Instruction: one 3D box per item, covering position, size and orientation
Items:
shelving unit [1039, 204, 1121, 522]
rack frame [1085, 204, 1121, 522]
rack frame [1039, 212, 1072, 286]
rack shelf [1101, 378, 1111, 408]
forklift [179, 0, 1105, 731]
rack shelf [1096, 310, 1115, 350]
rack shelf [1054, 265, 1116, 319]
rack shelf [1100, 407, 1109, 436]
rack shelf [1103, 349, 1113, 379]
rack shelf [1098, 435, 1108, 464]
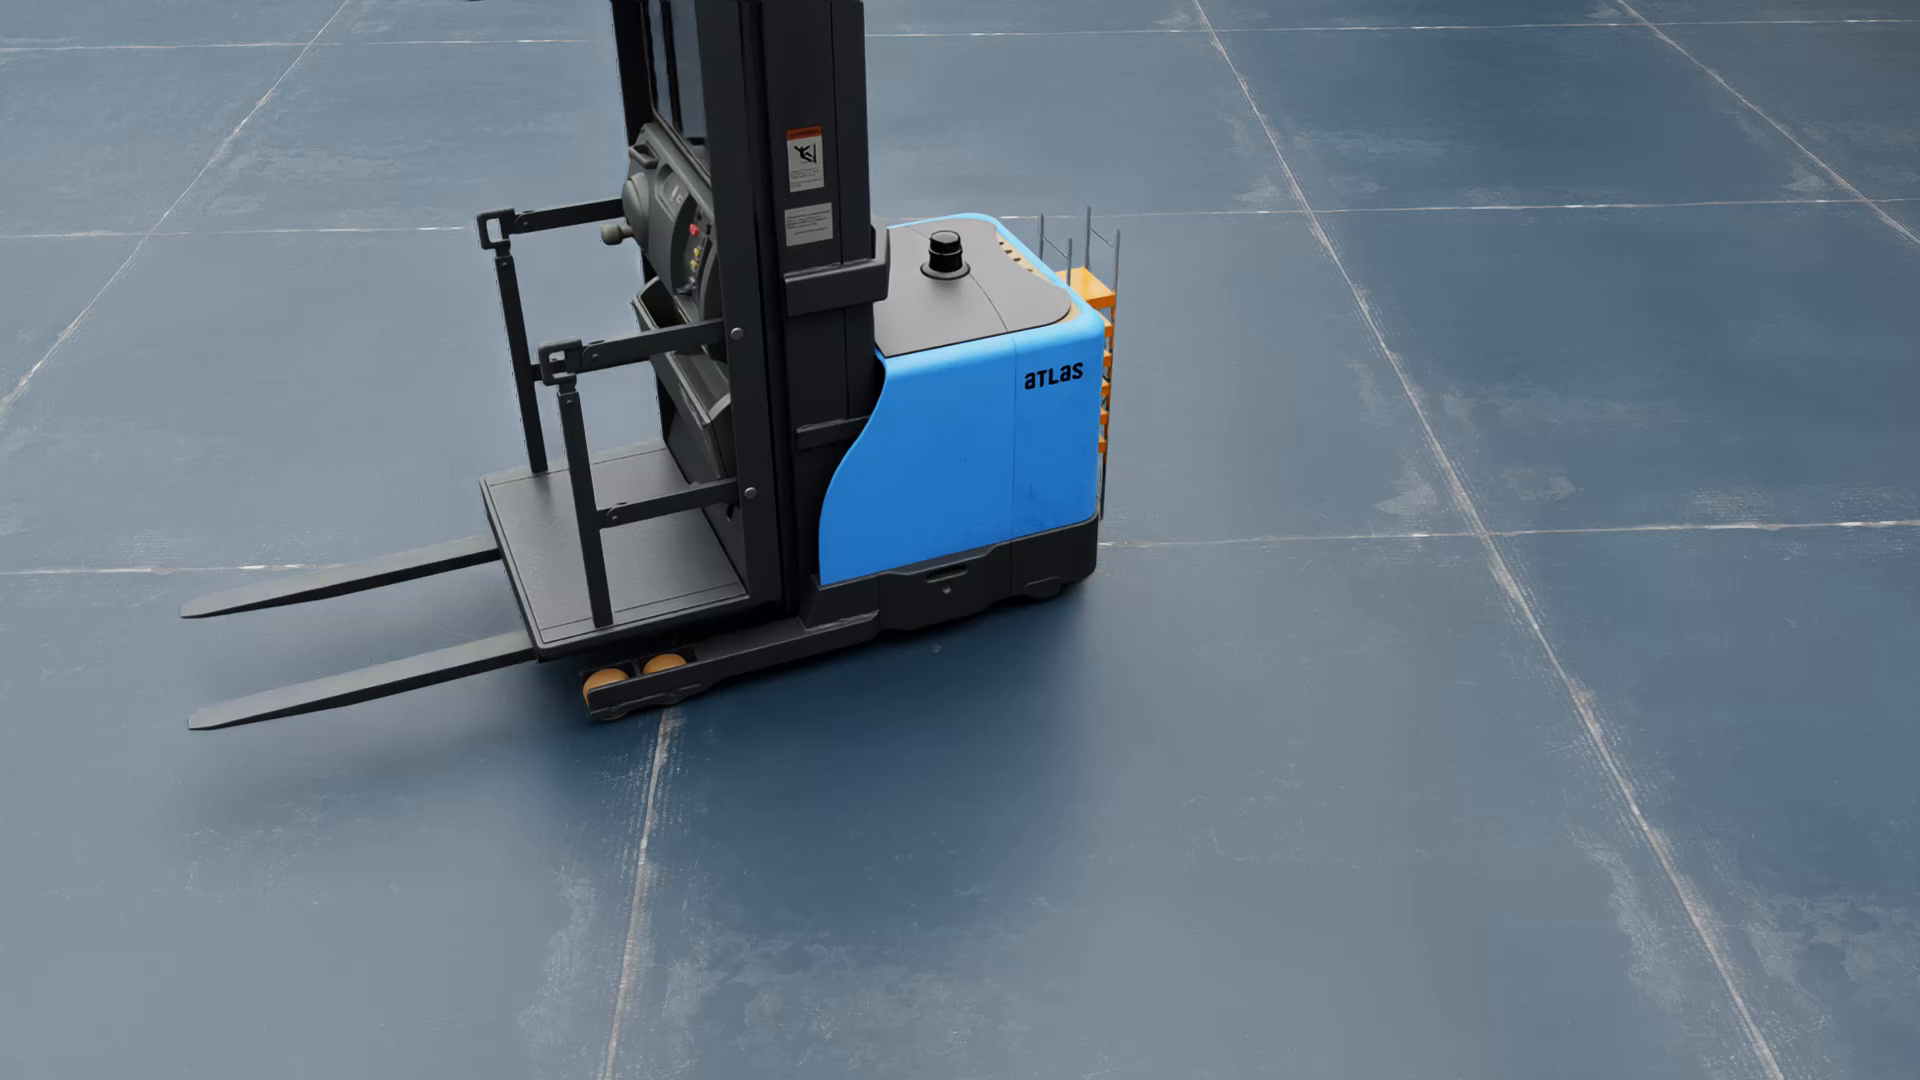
[{"bbox_3d":[0.413,-0.605,6.069,0.189,1.200,0.258,-14,37,-19],"label":"shelving unit"},{"bbox_3d":[0.498,-0.625,6.099,0.006,1.200,0.240,-14,37,-19],"label":"rack frame"},{"bbox_3d":[0.329,-0.584,6.040,0.006,1.200,0.240,-14,37,-19],"label":"rack frame"},{"bbox_3d":[0.413,-0.568,6.095,0.180,0.103,0.258,-14,37,-19],"label":"rack shelf"},{"bbox_3d":[-1.075,-0.963,5.066,3.031,2.935,1.130,-14,37,-19],"label":"forklift"},{"bbox_3d":[0.413,-0.765,5.958,0.180,0.103,0.258,-14,37,-19],"label":"rack shelf"},{"bbox_3d":[0.413,-0.864,5.890,0.180,0.103,0.258,-14,37,-19],"label":"rack shelf"},{"bbox_3d":[0.413,-0.469,6.163,0.180,0.103,0.258,-14,37,-19],"label":"rack shelf"},{"bbox_3d":[0.413,-0.667,6.026,0.180,0.103,0.258,-14,37,-19],"label":"rack shelf"},{"bbox_3d":[0.413,-0.371,6.231,0.180,0.103,0.258,-14,37,-19],"label":"rack shelf"}]
